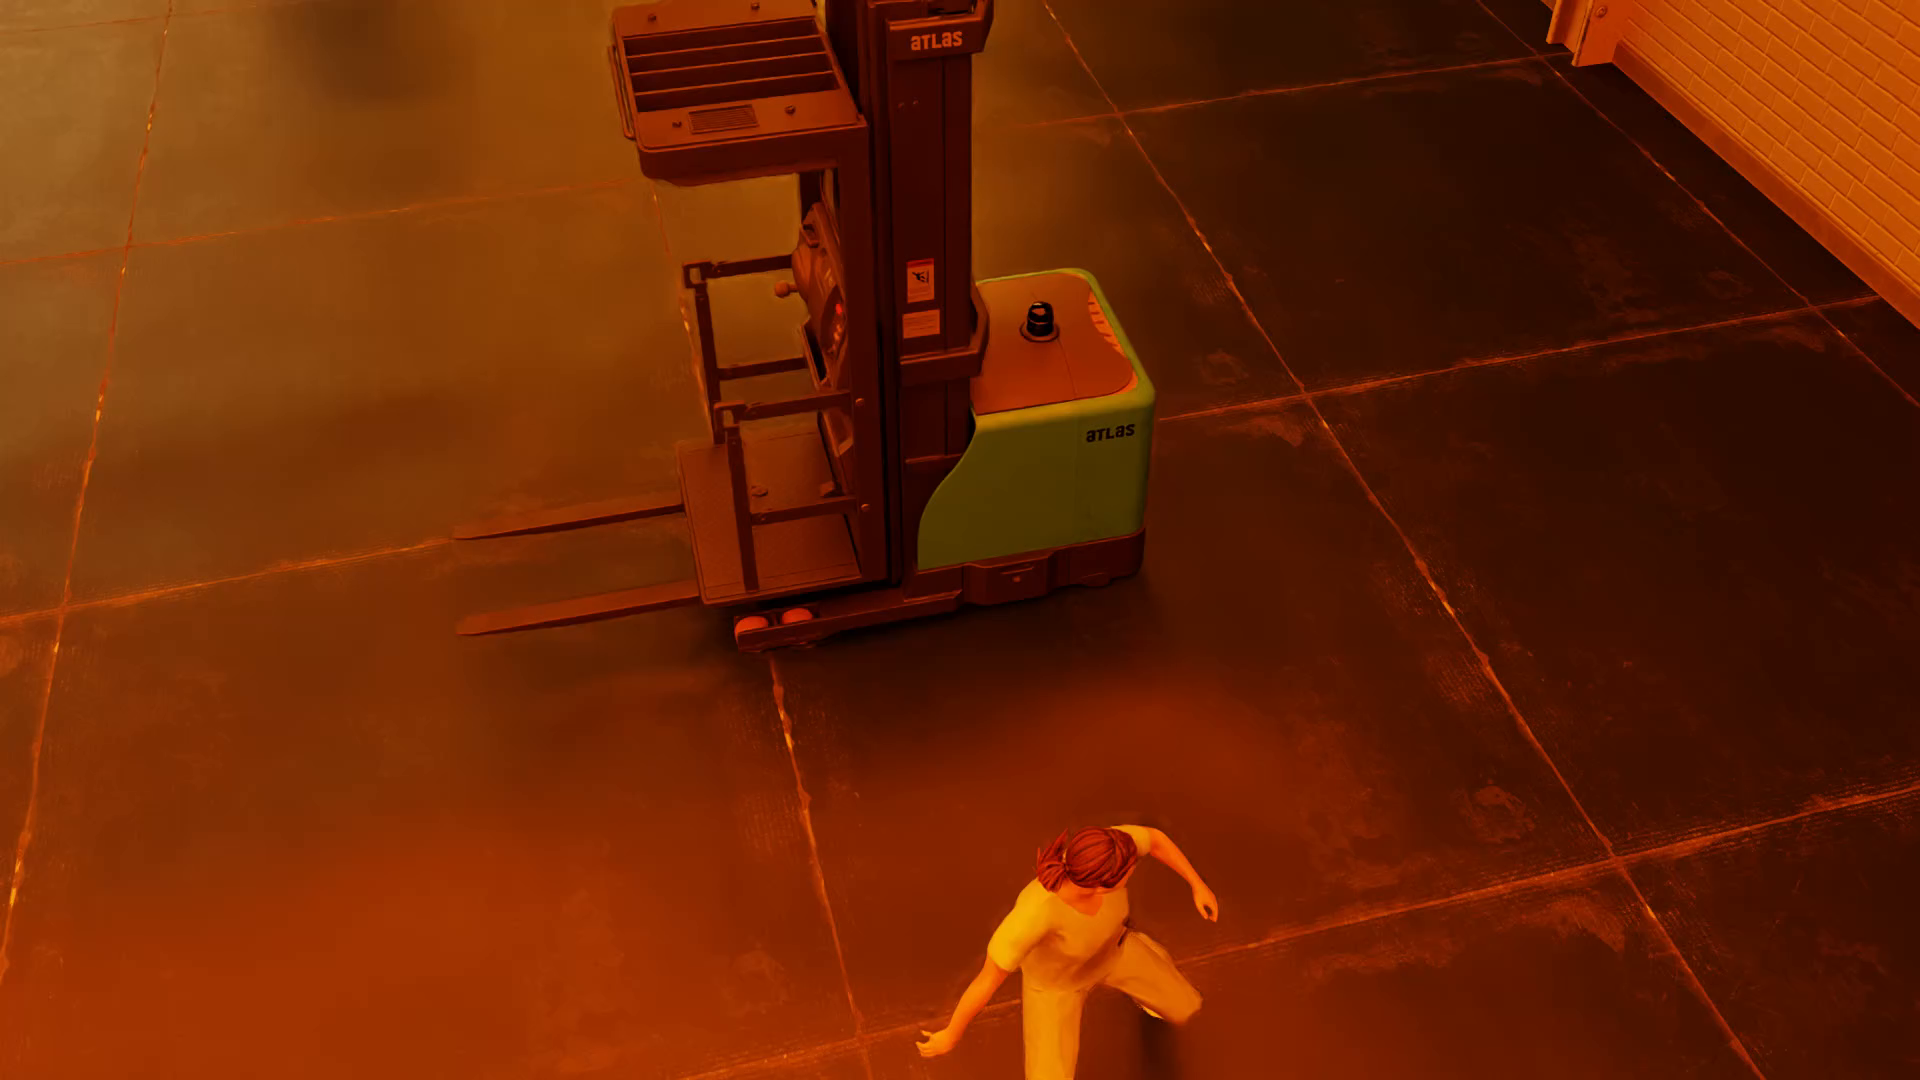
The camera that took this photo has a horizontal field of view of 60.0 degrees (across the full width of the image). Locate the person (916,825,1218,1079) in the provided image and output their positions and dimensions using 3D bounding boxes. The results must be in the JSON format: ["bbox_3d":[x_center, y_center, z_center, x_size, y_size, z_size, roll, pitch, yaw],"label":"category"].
[{"bbox_3d":[0.359,1.381,5.256,1.062,1.567,0.508,-26,49,-25],"label":"person"}]

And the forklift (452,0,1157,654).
[{"bbox_3d":[-0.741,-0.974,6.676,3.031,2.935,1.130,-10,44,-10],"label":"forklift"}]
